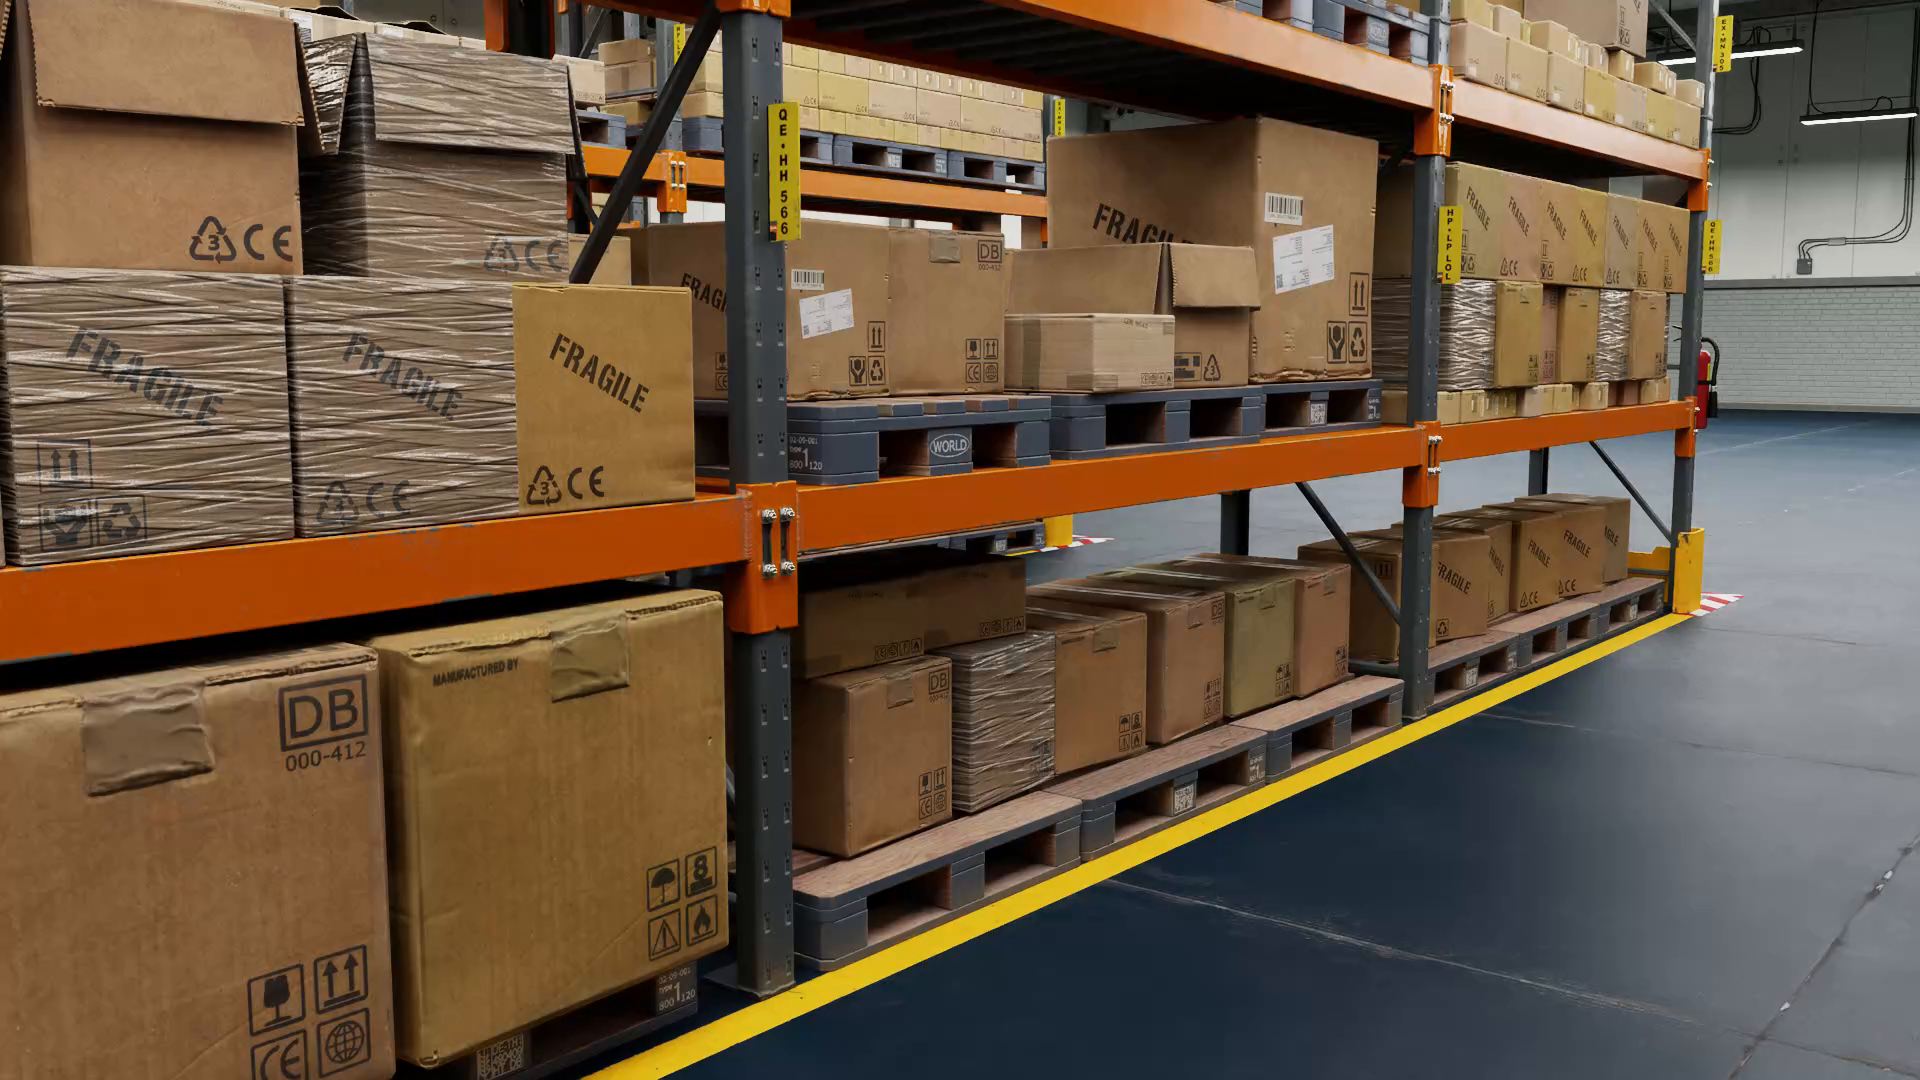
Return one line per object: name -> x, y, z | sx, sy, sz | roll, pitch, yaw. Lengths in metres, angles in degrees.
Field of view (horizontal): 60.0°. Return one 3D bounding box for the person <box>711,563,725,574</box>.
person -> -1.152, -0.046, 8.280 | 0.442, 1.516, 0.585 | 5, 9, 38
